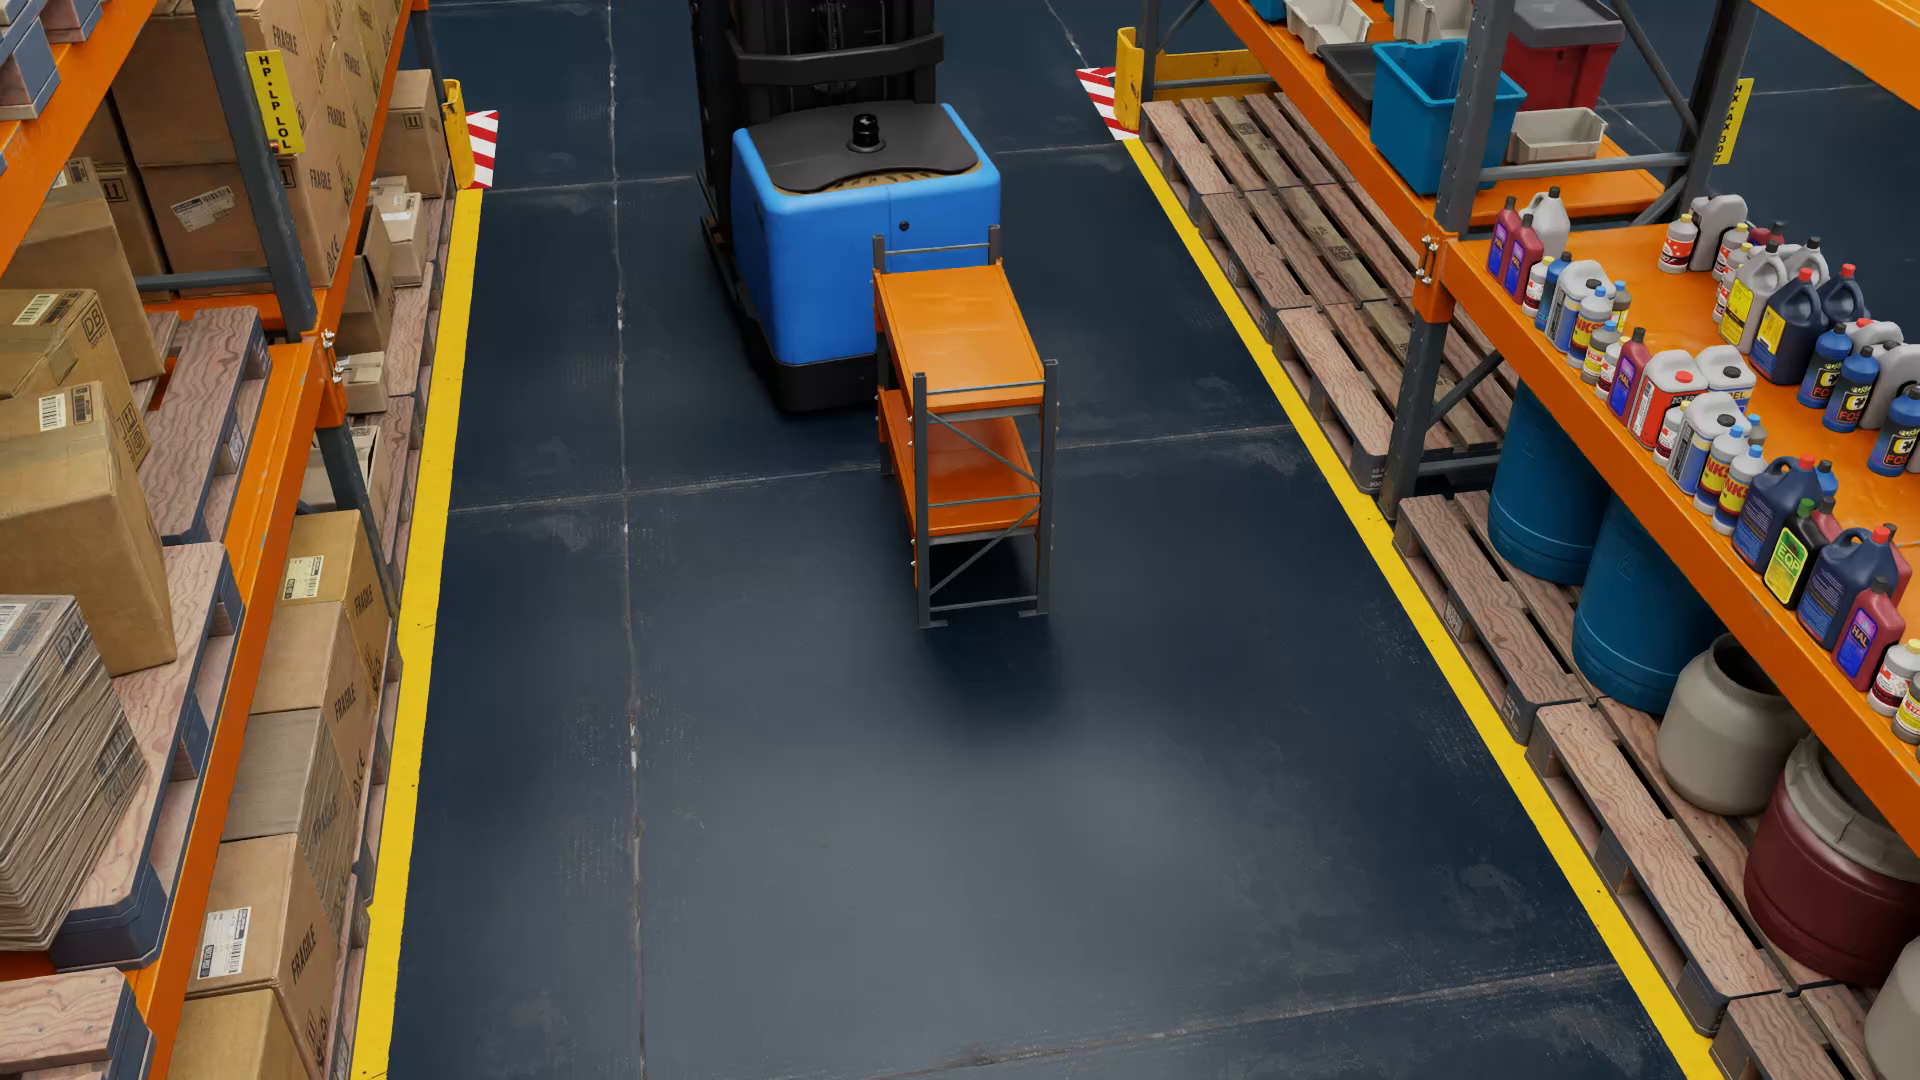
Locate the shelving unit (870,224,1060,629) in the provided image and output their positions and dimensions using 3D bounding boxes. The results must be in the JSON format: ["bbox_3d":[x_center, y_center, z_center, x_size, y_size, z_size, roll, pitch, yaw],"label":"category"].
[{"bbox_3d":[-0.001,-0.448,6.410,0.538,1.125,1.048,-6,38,-8],"label":"shelving unit"}]

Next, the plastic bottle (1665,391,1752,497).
[{"bbox_3d":[2.152,-0.277,4.763,0.152,0.276,0.135,-6,38,-8],"label":"plastic bottle"}]

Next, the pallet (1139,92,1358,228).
[{"bbox_3d":[1.648,-2.158,9.356,1.003,0.211,1.213,-6,38,-8],"label":"pallet"}]

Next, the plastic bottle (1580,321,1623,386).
[{"bbox_3d":[2.023,-0.594,5.232,0.097,0.201,0.097,0,38,0],"label":"plastic bottle"}]

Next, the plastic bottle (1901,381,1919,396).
[{"bbox_3d":[2.853,-0.390,4.970,0.097,0.201,0.097,0,38,0],"label":"plastic bottle"}]

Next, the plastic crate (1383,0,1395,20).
[{"bbox_3d":[2.154,-2.507,7.619,0.416,0.233,0.300,-6,38,-8],"label":"plastic crate"}]

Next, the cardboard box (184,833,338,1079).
[{"bbox_3d":[-2.009,1.175,4.472,0.500,0.500,0.500,-7,38,-9],"label":"cardboard box"}]

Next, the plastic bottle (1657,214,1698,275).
[{"bbox_3d":[2.511,-1.039,5.805,0.097,0.201,0.097,0,38,0],"label":"plastic bottle"}]

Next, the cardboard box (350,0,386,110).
[{"bbox_3d":[-2.725,-2.110,6.940,0.500,0.500,0.500,-7,38,-9],"label":"cardboard box"}]

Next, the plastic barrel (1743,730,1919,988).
[{"bbox_3d":[2.644,0.881,4.794,0.600,0.588,0.708,-6,38,-8],"label":"plastic barrel"}]

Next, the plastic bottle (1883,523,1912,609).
[{"bbox_3d":[2.362,0.100,4.271,0.061,0.283,0.133,-6,38,-8],"label":"plastic bottle"}]

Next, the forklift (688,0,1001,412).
[{"bbox_3d":[-0.724,-2.634,7.751,1.130,2.935,3.031,-10,39,-13],"label":"forklift"}]

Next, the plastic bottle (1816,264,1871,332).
[{"bbox_3d":[2.759,-0.695,5.239,0.144,0.351,0.185,-6,38,-8],"label":"plastic bottle"}]

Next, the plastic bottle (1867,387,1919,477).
[{"bbox_3d":[2.727,-0.320,4.822,0.097,0.271,0.097,0,38,0],"label":"plastic bottle"}]

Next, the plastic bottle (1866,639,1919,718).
[{"bbox_3d":[2.291,0.328,4.045,0.097,0.201,0.097,0,38,0],"label":"plastic bottle"}]

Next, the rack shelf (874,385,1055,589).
[{"bbox_3d":[-0.001,-0.255,6.560,0.538,0.278,1.000,-6,38,-8],"label":"rack shelf"}]

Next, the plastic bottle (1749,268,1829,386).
[{"bbox_3d":[2.617,-0.679,5.220,0.144,0.351,0.185,-6,38,-8],"label":"plastic bottle"}]

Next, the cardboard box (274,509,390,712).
[{"bbox_3d":[-2.266,0.265,5.642,0.500,0.500,0.500,-6,38,-8],"label":"cardboard box"}]

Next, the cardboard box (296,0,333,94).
[{"bbox_3d":[-2.531,-1.876,5.823,0.500,0.500,0.500,-7,38,-9],"label":"cardboard box"}]

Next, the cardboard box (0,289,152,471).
[{"bbox_3d":[-2.589,-0.302,4.270,0.700,0.500,0.500,-1,38,-1],"label":"cardboard box"}]

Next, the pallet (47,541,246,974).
[{"bbox_3d":[-2.279,0.502,3.815,1.003,0.211,1.213,-6,38,-8],"label":"pallet"}]

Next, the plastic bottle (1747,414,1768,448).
[{"bbox_3d":[2.271,-0.272,4.817,0.097,0.201,0.097,0,38,0],"label":"plastic bottle"}]

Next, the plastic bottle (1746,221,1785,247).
[{"bbox_3d":[2.716,-0.962,5.638,0.061,0.283,0.133,-6,38,-8],"label":"plastic bottle"}]

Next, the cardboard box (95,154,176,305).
[{"bbox_3d":[-2.975,-1.129,5.677,0.500,0.500,0.500,-6,38,-7],"label":"cardboard box"}]

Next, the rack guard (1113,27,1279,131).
[{"bbox_3d":[1.525,-2.788,9.931,1.175,0.500,0.348,-6,38,-8],"label":"rack guard"}]

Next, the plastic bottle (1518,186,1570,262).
[{"bbox_3d":[1.993,-1.054,5.703,0.144,0.351,0.185,-6,38,-8],"label":"plastic bottle"}]

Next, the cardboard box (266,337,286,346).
[{"bbox_3d":[-3.145,-0.694,7.031,0.500,0.311,0.500,-6,38,-8],"label":"cardboard box"}]

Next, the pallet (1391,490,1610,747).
[{"bbox_3d":[2.337,0.226,6.287,1.003,0.211,1.213,-6,38,-8],"label":"pallet"}]

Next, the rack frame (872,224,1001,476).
[{"bbox_3d":[-0.090,-0.755,6.805,0.500,1.125,0.032,-6,38,-8],"label":"rack frame"}]

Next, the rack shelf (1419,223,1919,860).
[{"bbox_3d":[2.593,0.146,4.703,1.077,0.370,4.000,-6,38,-8],"label":"rack shelf"}]

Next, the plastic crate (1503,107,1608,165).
[{"bbox_3d":[2.302,-1.562,6.481,0.396,0.136,0.243,-6,38,-8],"label":"plastic crate"}]

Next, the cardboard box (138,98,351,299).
[{"bbox_3d":[-2.456,-1.192,5.758,0.500,0.500,0.500,-5,38,-7],"label":"cardboard box"}]

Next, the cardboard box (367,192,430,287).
[{"bbox_3d":[-2.861,-1.440,8.042,0.500,0.250,0.500,-6,38,-8],"label":"cardboard box"}]

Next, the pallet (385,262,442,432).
[{"bbox_3d":[-2.971,-0.867,7.695,1.003,0.211,1.213,-6,38,-8],"label":"pallet"}]

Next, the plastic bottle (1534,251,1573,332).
[{"bbox_3d":[1.966,-0.821,5.466,0.097,0.271,0.097,0,38,0],"label":"plastic bottle"}]

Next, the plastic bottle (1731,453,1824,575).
[{"bbox_3d":[2.210,-0.092,4.464,0.144,0.351,0.185,-6,38,-8],"label":"plastic bottle"}]

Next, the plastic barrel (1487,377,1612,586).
[{"bbox_3d":[2.321,-0.353,6.127,0.600,0.901,0.708,-6,38,-8],"label":"plastic barrel"}]

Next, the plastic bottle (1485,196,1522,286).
[{"bbox_3d":[1.887,-1.032,5.729,0.061,0.283,0.133,-6,38,-8],"label":"plastic bottle"}]

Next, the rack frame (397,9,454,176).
[{"bbox_3d":[-3.336,-3.231,8.464,1.000,3.000,0.127,-6,38,-8],"label":"rack frame"}]

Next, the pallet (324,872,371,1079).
[{"bbox_3d":[-2.237,1.512,4.632,1.003,0.211,1.213,-6,38,-8],"label":"pallet"}]

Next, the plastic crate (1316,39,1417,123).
[{"bbox_3d":[1.782,-1.908,6.936,0.437,0.125,0.590,-6,38,-8],"label":"plastic crate"}]

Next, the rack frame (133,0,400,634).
[{"bbox_3d":[-2.635,-0.815,5.355,1.000,3.000,0.127,-6,38,-8],"label":"rack frame"}]
